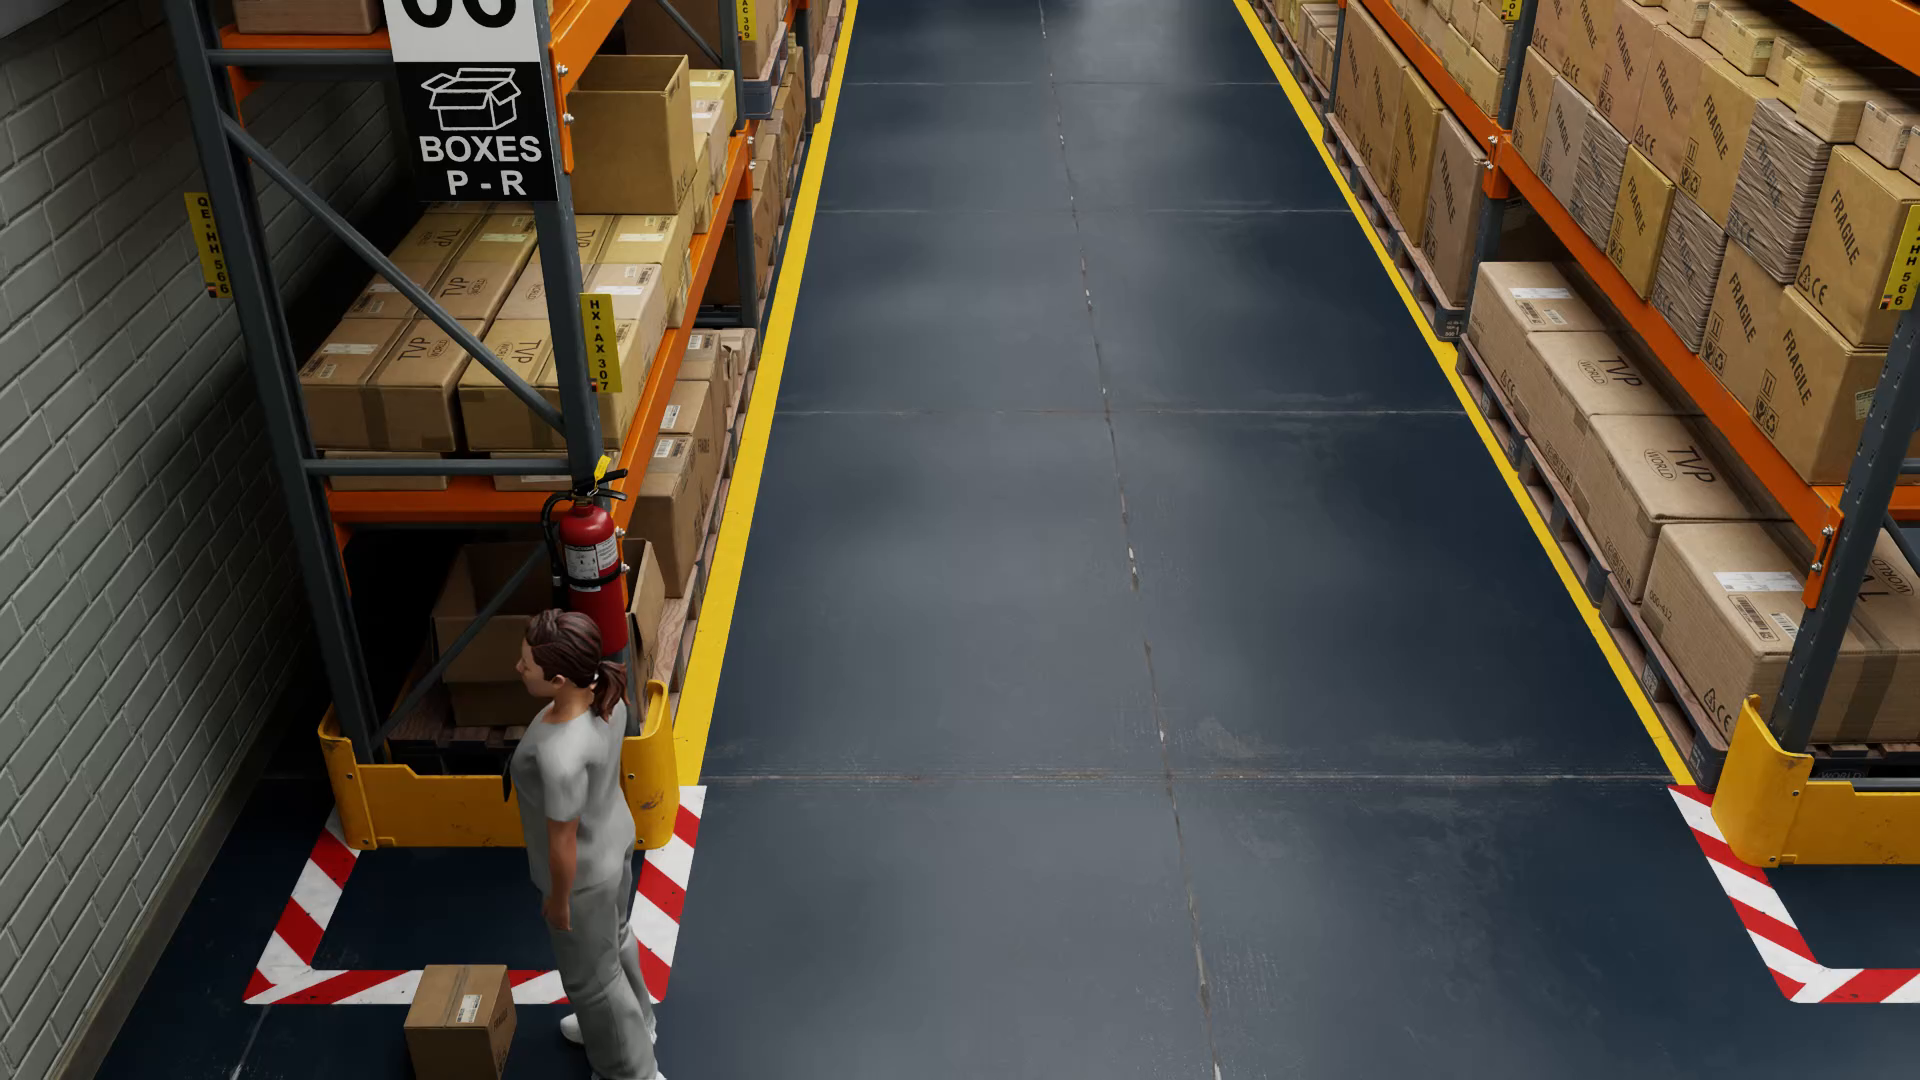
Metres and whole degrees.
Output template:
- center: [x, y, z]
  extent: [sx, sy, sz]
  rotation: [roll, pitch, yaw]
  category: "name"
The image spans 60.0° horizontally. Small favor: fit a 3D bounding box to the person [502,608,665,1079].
- center: [-1.062, 0.928, 4.689]
  extent: [0.407, 1.728, 0.442]
  rotation: [3, 32, 5]
  category: "person"
